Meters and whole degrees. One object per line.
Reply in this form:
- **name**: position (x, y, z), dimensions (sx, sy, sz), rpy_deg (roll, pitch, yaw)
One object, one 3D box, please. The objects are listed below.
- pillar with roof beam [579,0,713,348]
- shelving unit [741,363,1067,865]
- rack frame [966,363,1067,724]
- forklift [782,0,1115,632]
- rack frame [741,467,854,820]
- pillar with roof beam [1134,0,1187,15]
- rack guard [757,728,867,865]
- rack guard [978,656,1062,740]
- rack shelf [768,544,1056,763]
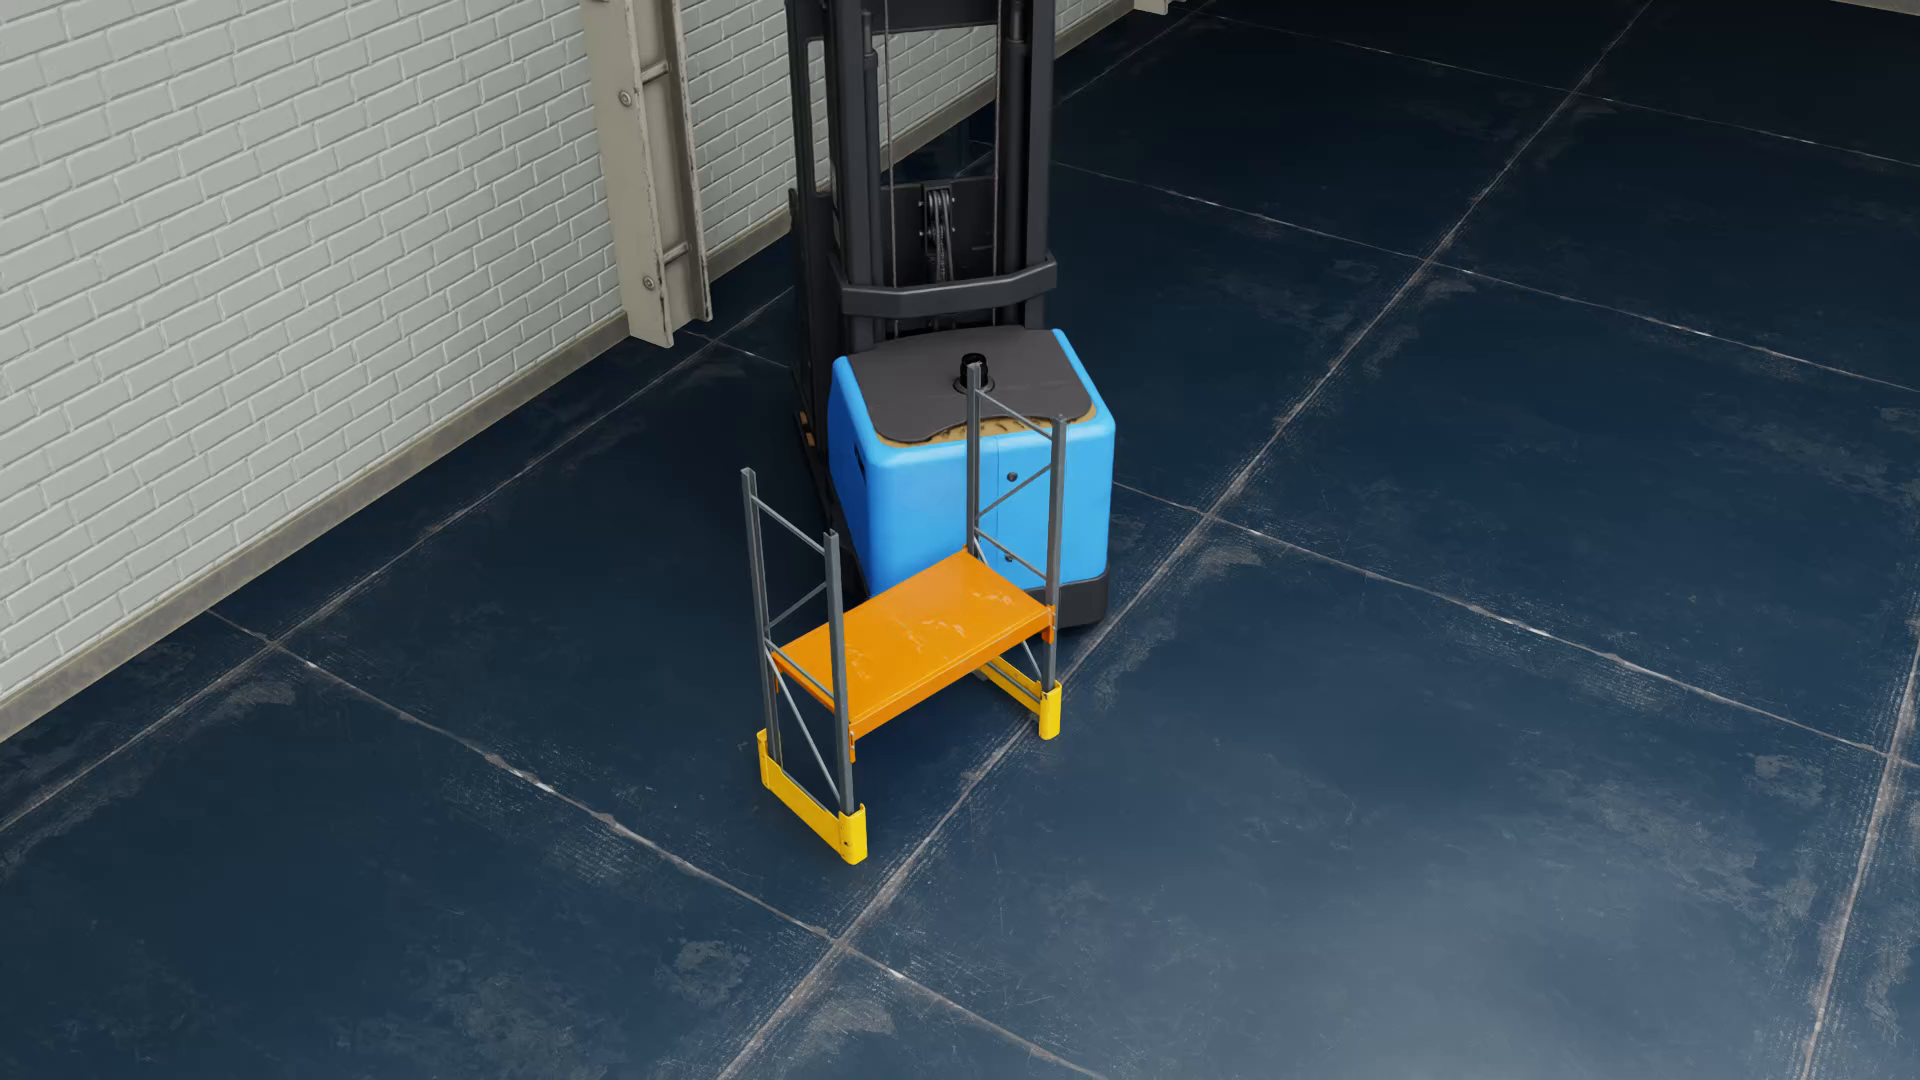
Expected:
- **pillar with roof beam**: position (2.011, -3.357, 4.735), dimensions (9.100, 9.000, 0.400), rpy_deg (21, 42, 25)
- **shelving unit**: position (-0.188, 0.267, 6.175), dimensions (1.083, 1.500, 0.587), rpy_deg (-28, 46, -31)
- **rack frame**: position (0.201, 0.059, 6.445), dimensions (0.032, 1.500, 0.500), rpy_deg (-28, 46, -31)
- **forklift**: position (-0.215, -1.578, 7.396), dimensions (1.130, 2.935, 3.031), rpy_deg (-9, 38, -11)
- **rack frame**: position (-0.563, 0.468, 5.915), dimensions (0.032, 1.500, 0.500), rpy_deg (-28, 46, -31)
- **pillar with roof beam**: position (5.225, -6.450, 8.747), dimensions (9.100, 9.000, 0.400), rpy_deg (21, 42, 25)
- **rack guard**: position (-0.562, 0.962, 6.297), dimensions (0.087, 0.250, 0.587), rpy_deg (-28, 46, -31)
- **rack guard**: position (0.187, 0.562, 6.817), dimensions (0.087, 0.250, 0.587), rpy_deg (-28, 46, -31)
- **rack shelf**: position (-0.181, 0.406, 6.290), dimensions (1.000, 0.185, 0.538), rpy_deg (-28, 46, -31)
